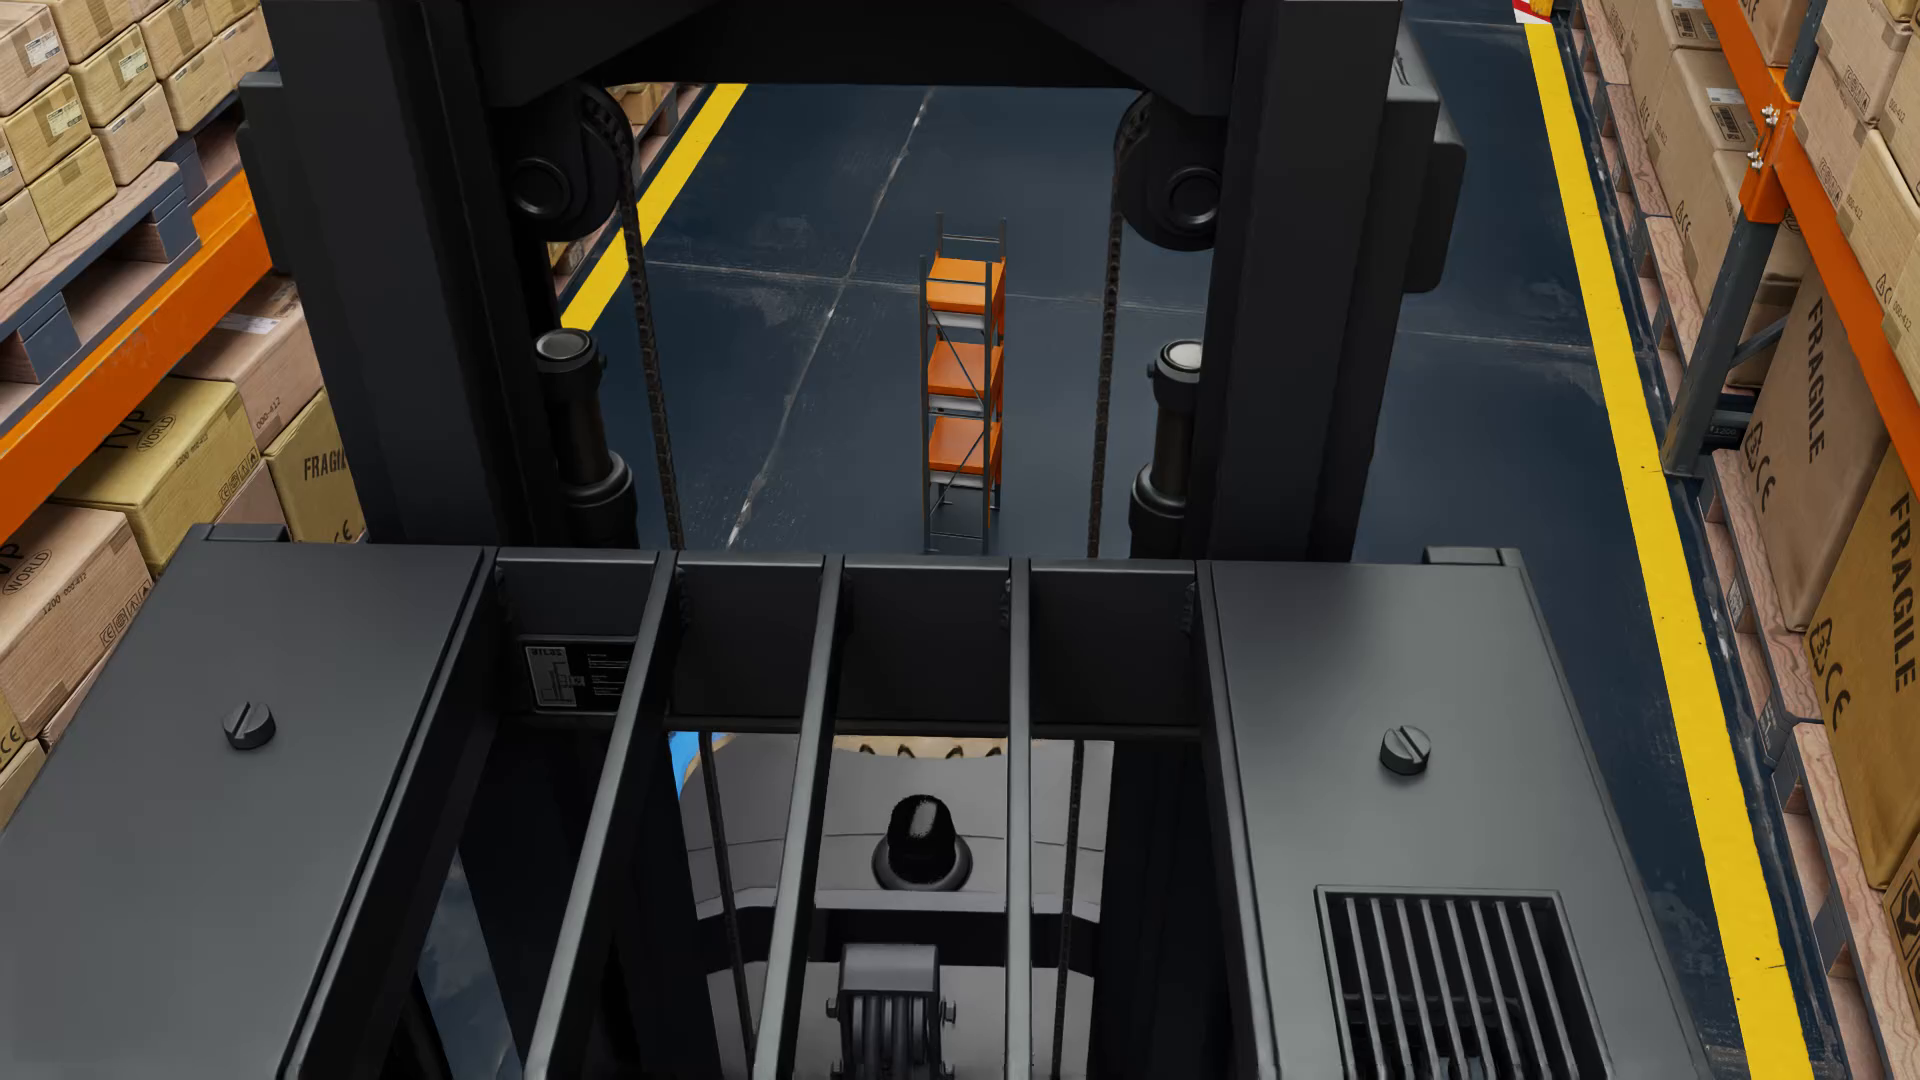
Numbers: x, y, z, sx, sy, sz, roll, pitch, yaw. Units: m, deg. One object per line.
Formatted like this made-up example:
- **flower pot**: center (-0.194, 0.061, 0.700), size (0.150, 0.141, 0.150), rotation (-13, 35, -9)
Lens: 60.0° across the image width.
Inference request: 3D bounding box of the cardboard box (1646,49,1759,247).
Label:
- **cardboard box**: center (3.201, -1.468, 6.353), size (0.875, 0.438, 0.875), rotation (5, 40, 6)

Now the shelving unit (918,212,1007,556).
- **shelving unit**: center (0.009, -0.438, 4.956), size (0.215, 1.050, 0.252), rotation (6, 40, 8)

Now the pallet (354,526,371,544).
- **pallet**: center (-2.194, -0.269, 5.409), size (1.003, 0.211, 1.213), rotation (6, 40, 8)

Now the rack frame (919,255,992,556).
- **rack frame**: center (-0.012, -0.362, 4.863), size (0.200, 1.050, 0.008), rotation (6, 40, 8)

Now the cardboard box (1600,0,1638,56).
- **cardboard box**: center (3.509, -2.609, 7.733), size (0.875, 0.438, 0.875), rotation (5, 40, 6)

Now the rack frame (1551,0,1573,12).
- **rack frame**: center (3.524, -3.860, 7.565), size (1.000, 3.000, 0.127), rotation (6, 40, 8)

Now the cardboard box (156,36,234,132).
- **cardboard box**: center (-2.068, -1.150, 4.154), size (0.380, 0.149, 0.250), rotation (4, 40, 5)

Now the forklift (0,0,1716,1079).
- **forklift**: center (-0.098, 0.982, 1.763), size (1.130, 2.935, 3.031), rotation (1, 40, 1)

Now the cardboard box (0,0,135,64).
- **cardboard box**: center (-2.121, -1.204, 3.753), size (0.380, 0.149, 0.250), rotation (5, 40, 6)

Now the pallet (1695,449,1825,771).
- **pallet**: center (2.773, 0.217, 4.821), size (1.003, 0.211, 1.213), rotation (6, 40, 8)

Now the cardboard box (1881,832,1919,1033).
- **cardboard box**: center (2.500, 0.834, 3.225), size (0.875, 0.875, 0.875), rotation (7, 40, 8)

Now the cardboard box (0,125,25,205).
- **cardboard box**: center (-2.207, -0.761, 3.450), size (0.380, 0.149, 0.250), rotation (8, 40, 9)

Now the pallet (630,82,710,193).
- **pallet**: center (-1.771, -1.951, 7.444), size (1.003, 0.211, 1.213), rotation (6, 40, 8)

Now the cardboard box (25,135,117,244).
- **cardboard box**: center (-2.157, -0.808, 3.741), size (0.380, 0.149, 0.250), rotation (8, 40, 10)

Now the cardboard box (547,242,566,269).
- **cardboard box**: center (-1.681, -1.088, 6.120), size (0.380, 0.149, 0.250), rotation (5, 40, 6)

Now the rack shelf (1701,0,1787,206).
- **rack shelf**: center (3.178, -2.328, 6.276), size (1.077, 0.370, 4.000), rotation (6, 40, 8)

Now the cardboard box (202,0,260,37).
- **cardboard box**: center (-2.025, -1.420, 4.247), size (0.380, 0.149, 0.250), rotation (8, 40, 10)

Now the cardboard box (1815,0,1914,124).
- **cardboard box**: center (2.478, -1.240, 4.121), size (0.500, 0.250, 0.500), rotation (5, 40, 6)

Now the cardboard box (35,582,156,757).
- **cardboard box**: center (-2.211, 0.425, 4.014), size (0.500, 0.500, 0.500), rotation (5, 40, 7)

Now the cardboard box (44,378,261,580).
- **cardboard box**: center (-2.120, -0.170, 4.145), size (0.500, 0.250, 0.500), rotation (5, 40, 6)

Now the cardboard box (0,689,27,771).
- **cardboard box**: center (-2.307, 0.466, 3.376), size (0.500, 0.250, 0.500), rotation (6, 40, 7)

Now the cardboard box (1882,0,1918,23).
- **cardboard box**: center (2.473, -1.529, 3.882), size (0.500, 0.500, 0.500), rotation (7, 40, 8)

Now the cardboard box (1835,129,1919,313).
- **cardboard box**: center (2.408, -0.720, 3.885), size (0.500, 0.250, 0.500), rotation (5, 40, 7)

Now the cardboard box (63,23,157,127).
- **cardboard box**: center (-2.115, -1.084, 3.842), size (0.380, 0.149, 0.250), rotation (4, 40, 5)

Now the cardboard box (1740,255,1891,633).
- **cardboard box**: center (2.804, -0.295, 4.590), size (0.875, 0.875, 0.875), rotation (8, 40, 9)

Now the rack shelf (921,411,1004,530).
- **rack shelf**: center (0.009, -0.216, 5.140), size (0.215, 0.259, 0.240), rotation (6, 40, 8)

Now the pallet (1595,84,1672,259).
- **pallet**: center (3.250, -1.512, 6.913), size (1.003, 0.211, 1.213), rotation (6, 40, 8)

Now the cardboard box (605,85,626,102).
- **cardboard box**: center (-1.600, -1.867, 6.828), size (0.380, 0.149, 0.250), rotation (8, 40, 10)

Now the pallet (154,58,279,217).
- **pallet**: center (-2.336, -1.295, 4.612), size (1.003, 0.211, 1.213), rotation (6, 40, 8)

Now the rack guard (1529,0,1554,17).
- **rack guard**: center (3.528, -2.912, 8.380), size (1.175, 0.500, 0.348), rotation (6, 40, 8)

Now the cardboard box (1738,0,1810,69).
- **cardboard box**: center (2.661, -1.708, 4.883), size (0.500, 0.500, 0.500), rotation (7, 40, 8)

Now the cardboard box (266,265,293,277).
- **cardboard box**: center (-1.941, -0.824, 4.937), size (0.500, 0.250, 0.500), rotation (5, 40, 6)

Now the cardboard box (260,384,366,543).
- **cardboard box**: center (-2.030, -0.216, 4.790), size (0.500, 0.500, 0.500), rotation (6, 40, 7)
